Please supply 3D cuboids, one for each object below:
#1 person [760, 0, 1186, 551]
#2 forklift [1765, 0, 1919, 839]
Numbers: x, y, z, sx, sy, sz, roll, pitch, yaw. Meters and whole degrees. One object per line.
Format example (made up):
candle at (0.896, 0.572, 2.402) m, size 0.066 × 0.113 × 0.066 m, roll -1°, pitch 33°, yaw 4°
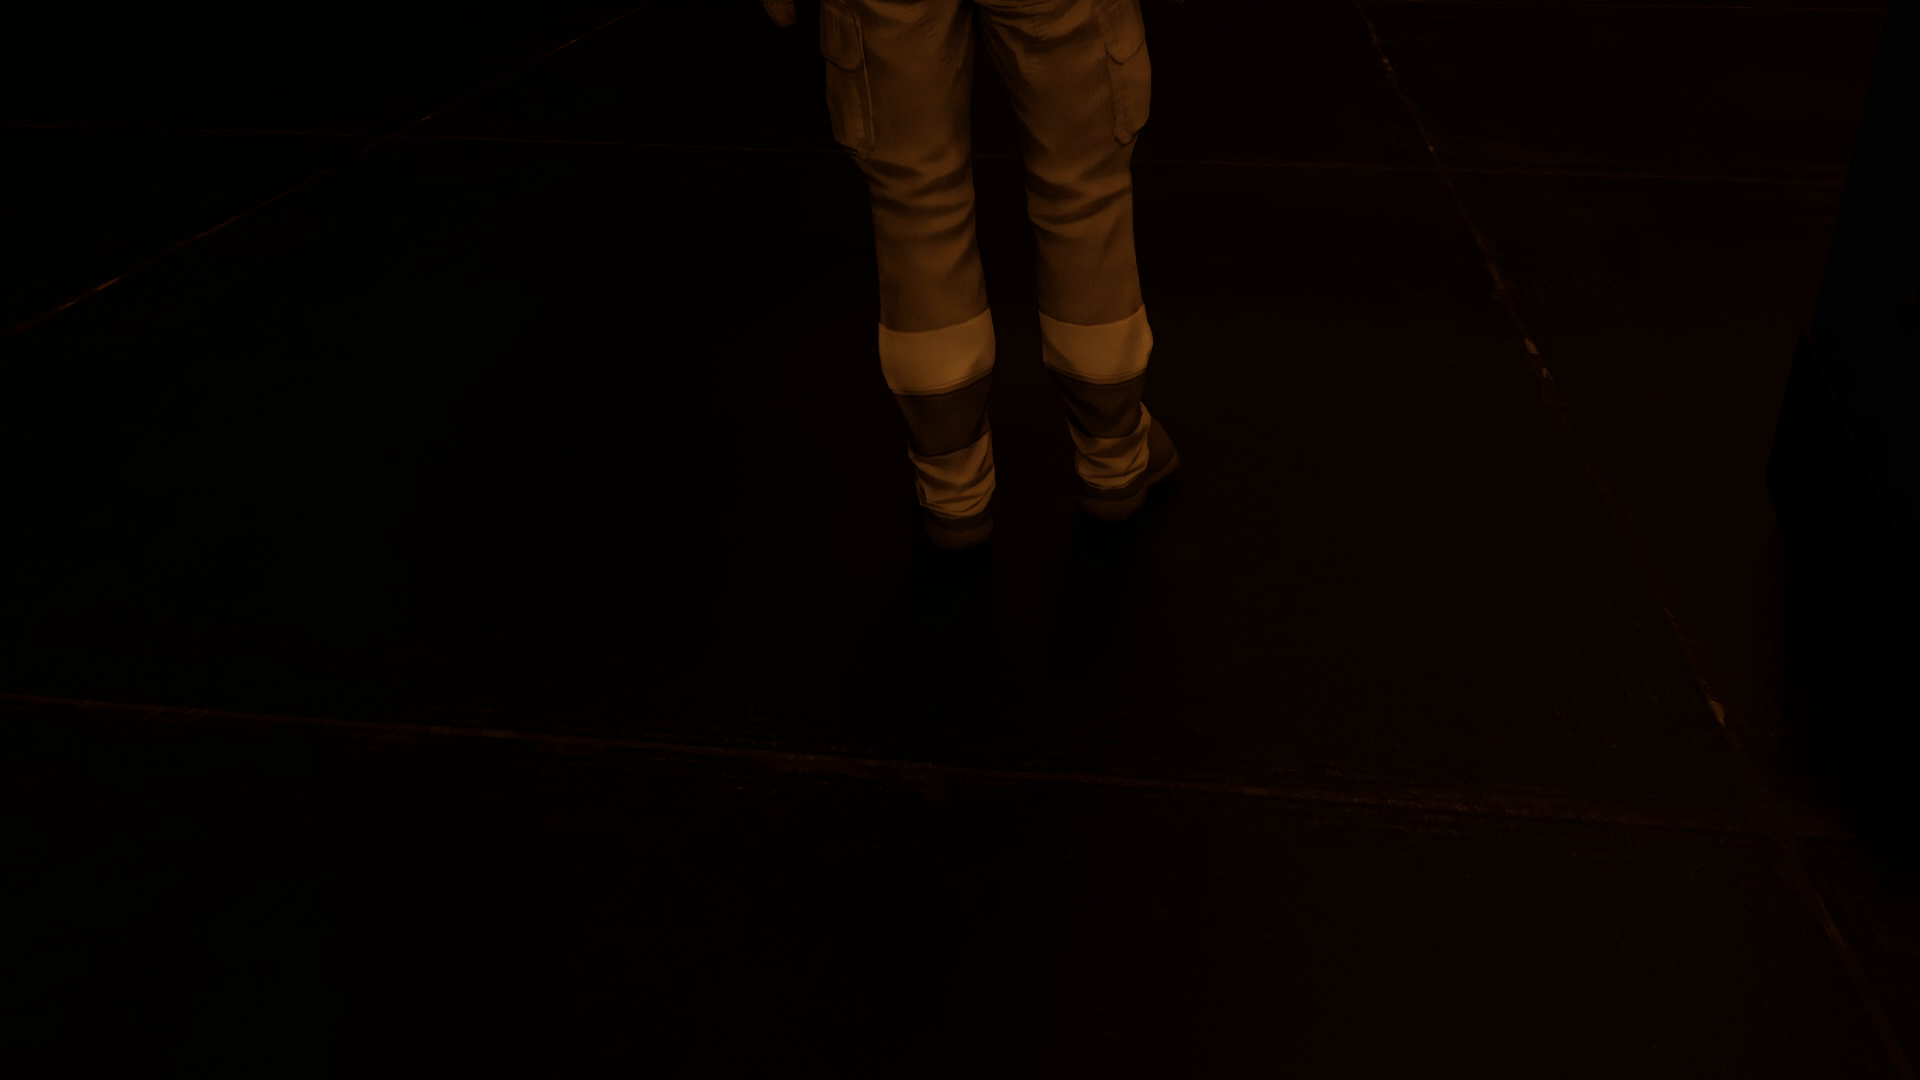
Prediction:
person at (0.021, -0.842, 2.168) m, size 0.638 × 1.789 × 0.562 m, roll 3°, pitch 27°, yaw 7°
forklift at (2.551, -0.962, 1.145) m, size 3.031 × 2.935 × 1.130 m, roll 7°, pitch 27°, yaw 15°
